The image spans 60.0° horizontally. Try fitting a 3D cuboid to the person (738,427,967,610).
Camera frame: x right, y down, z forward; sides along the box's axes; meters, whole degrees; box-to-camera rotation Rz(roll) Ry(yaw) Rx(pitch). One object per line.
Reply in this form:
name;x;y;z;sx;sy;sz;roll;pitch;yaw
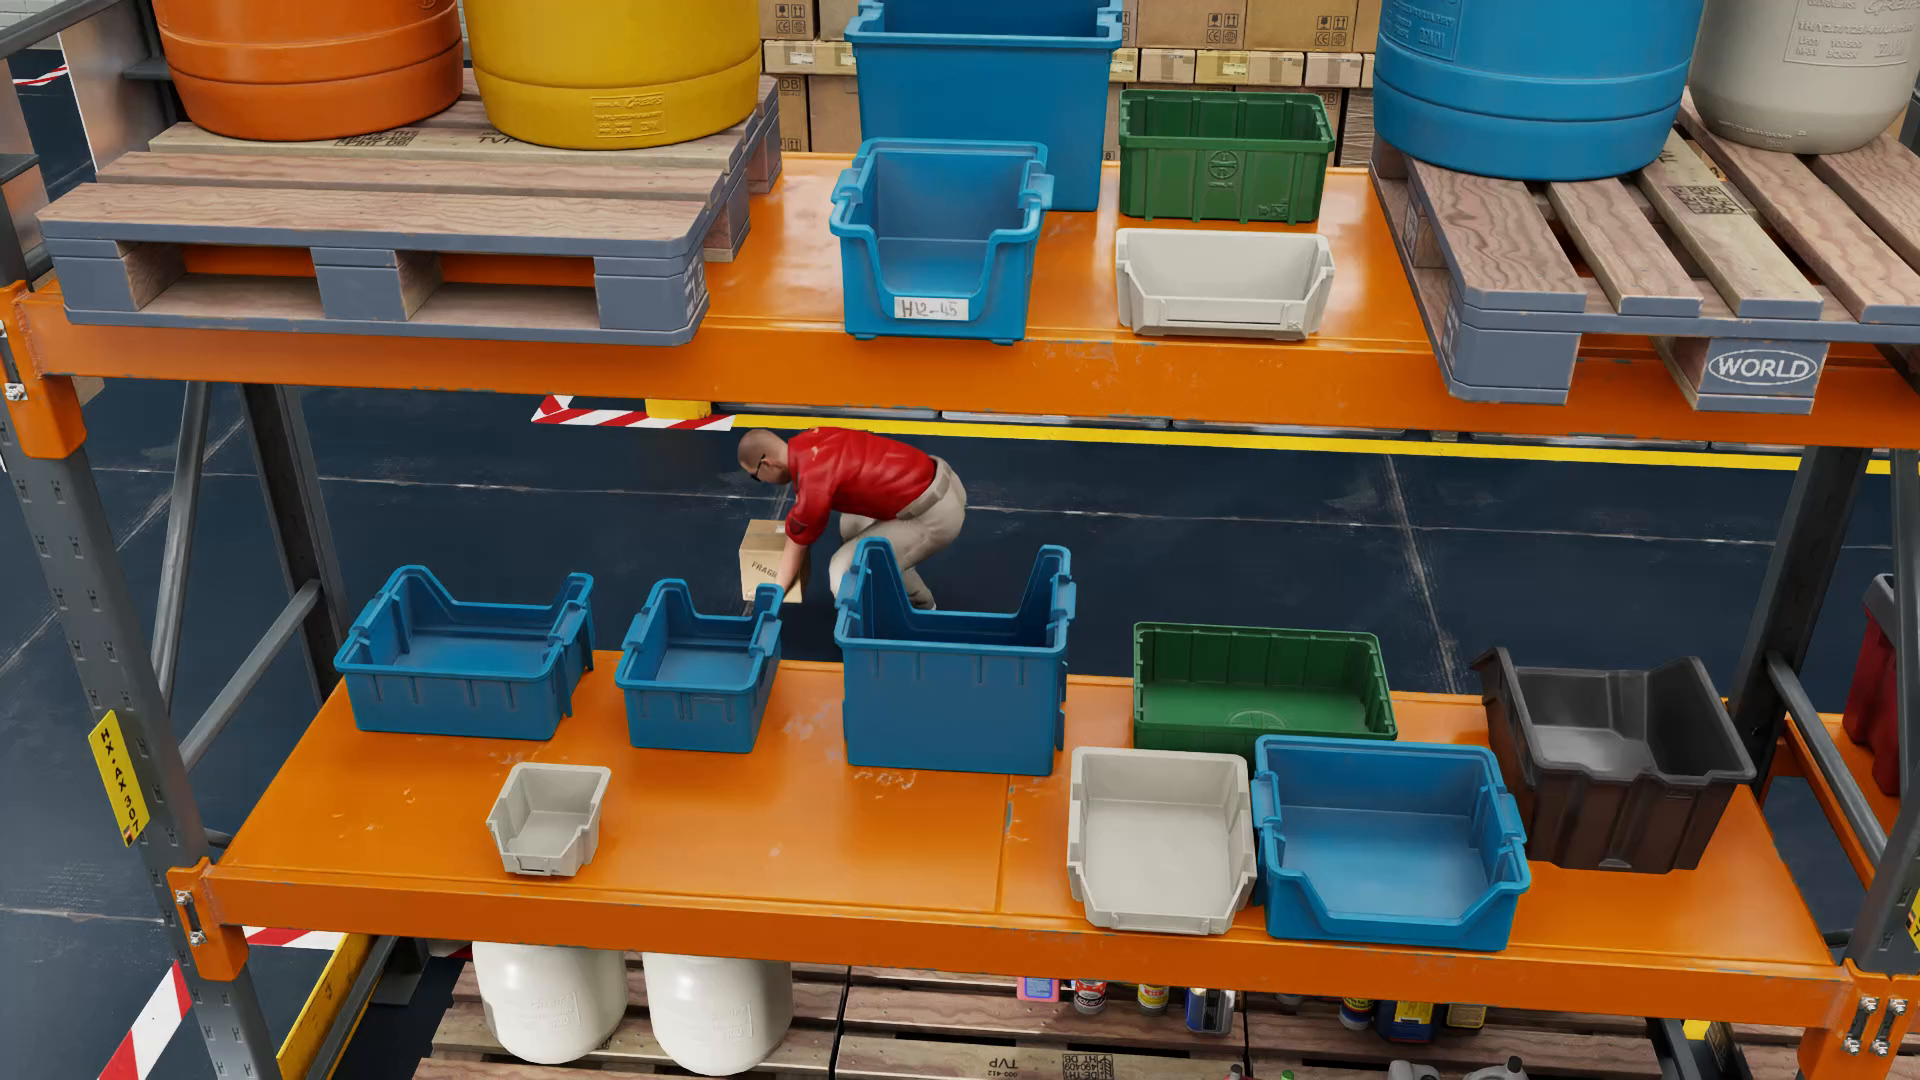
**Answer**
person;-0.436;-0.024;6.914;0.920;0.973;0.542;1;32;2
